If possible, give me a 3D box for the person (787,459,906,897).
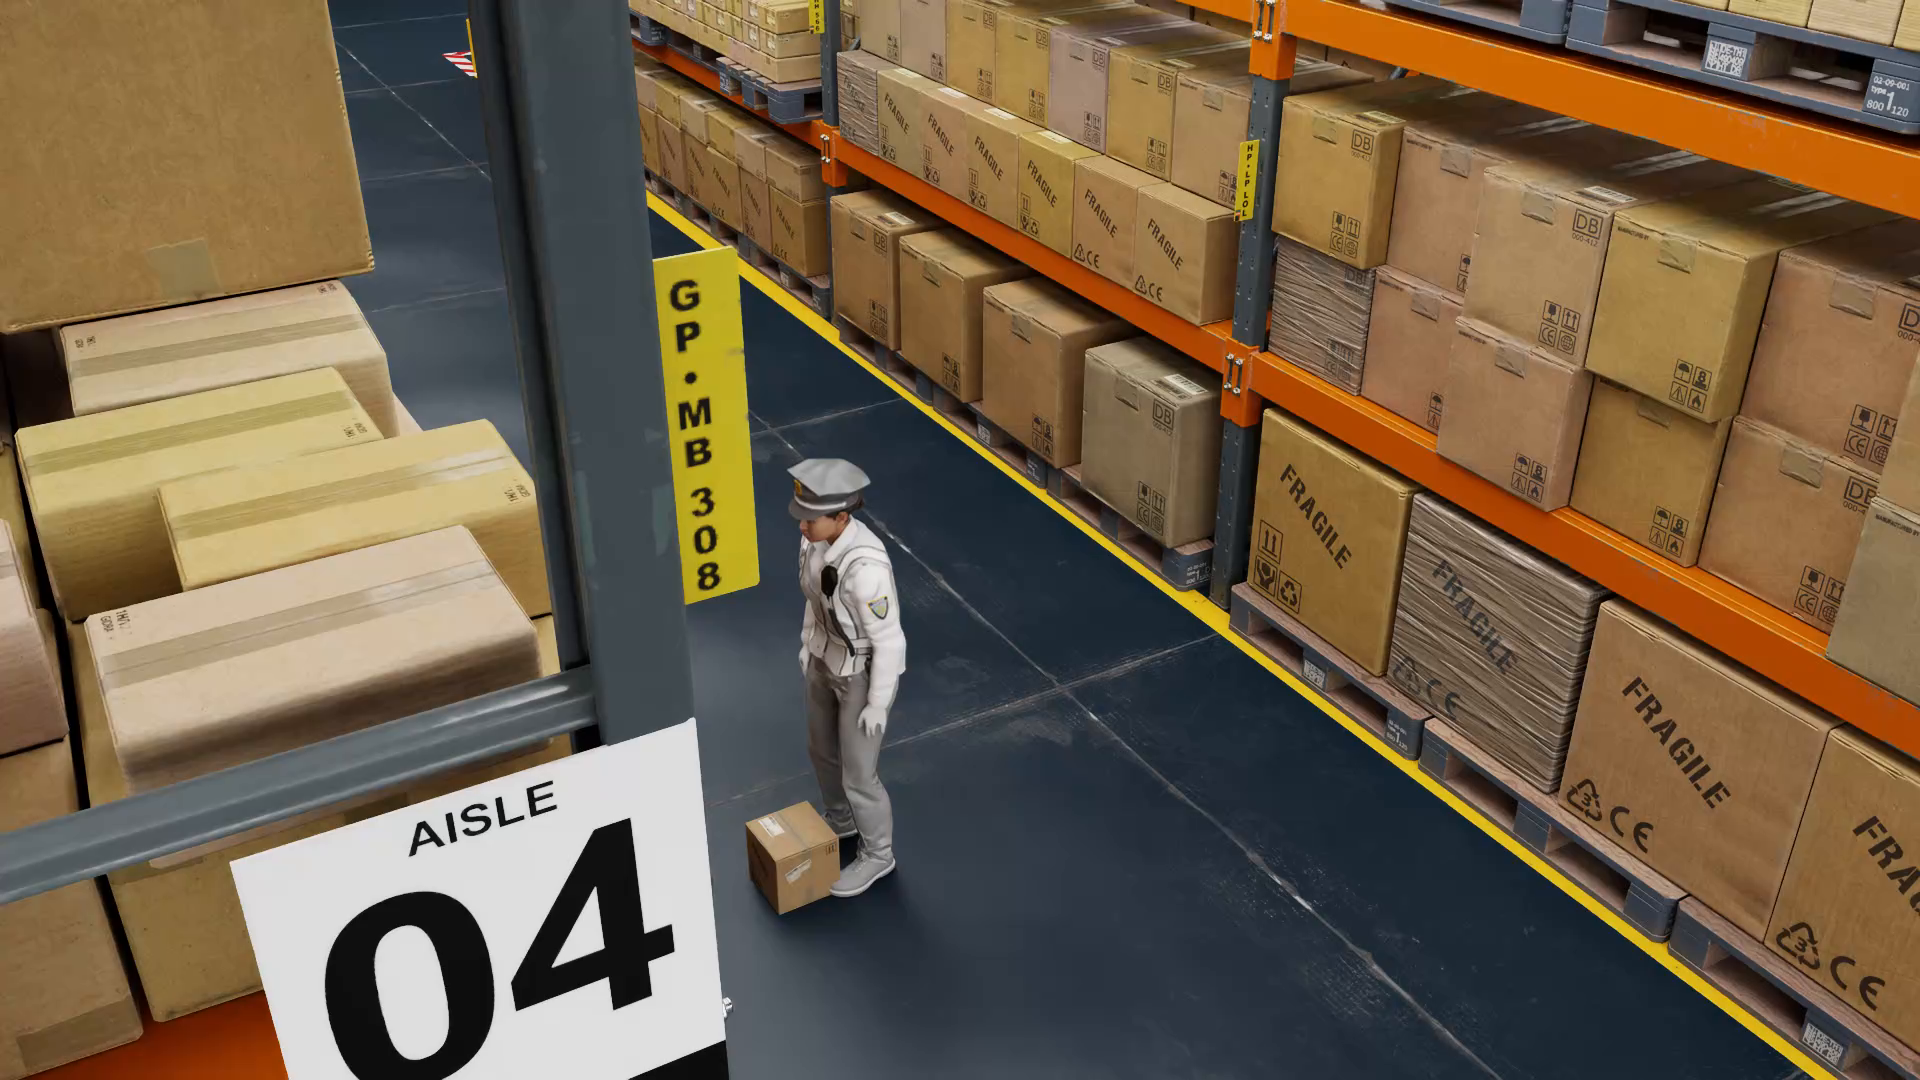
[{"bbox_3d":[-0.396,0.469,5.784,0.375,1.662,0.532,-18,34,-29],"label":"person"}]
